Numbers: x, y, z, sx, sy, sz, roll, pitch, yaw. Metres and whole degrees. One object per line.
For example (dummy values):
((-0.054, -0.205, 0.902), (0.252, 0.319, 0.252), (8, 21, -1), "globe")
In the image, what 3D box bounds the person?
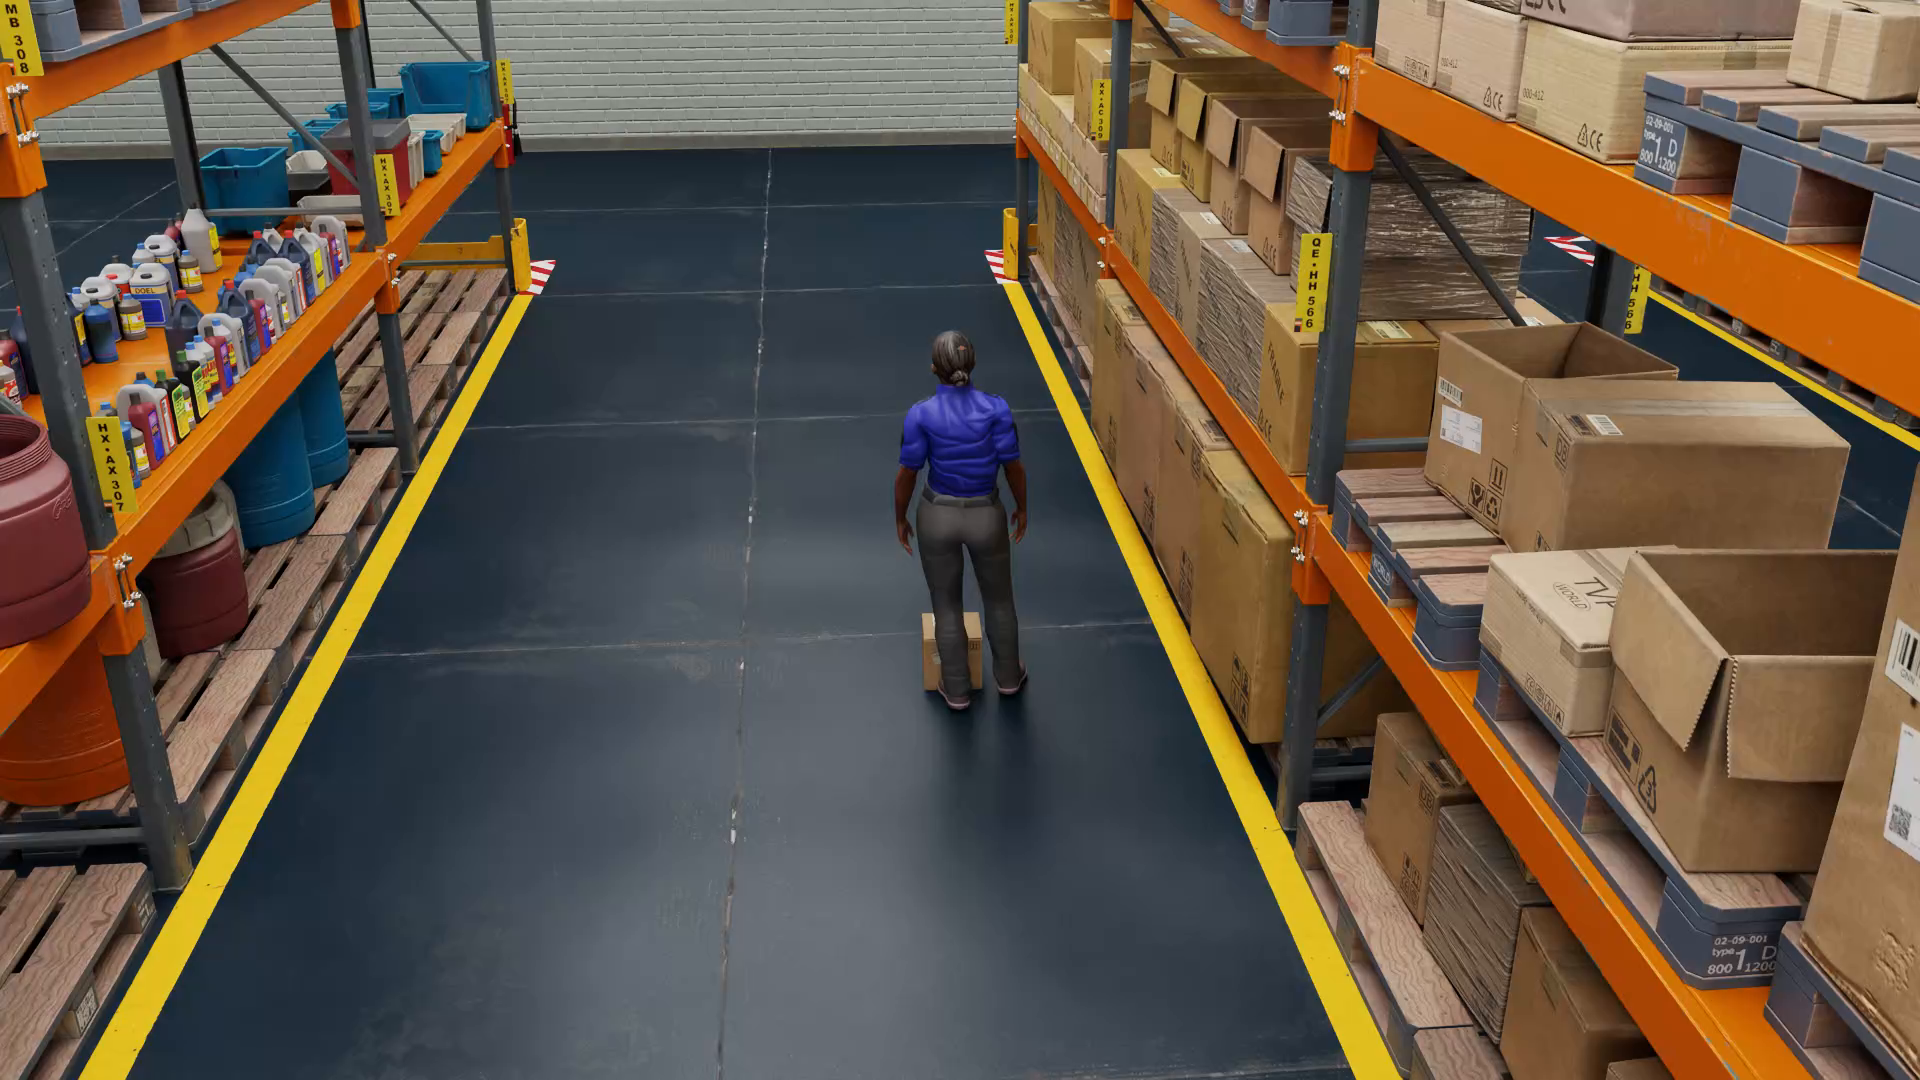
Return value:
((0.018, -0.094, 6.797), (0.569, 1.656, 0.503), (-1, 24, -3), "person")
